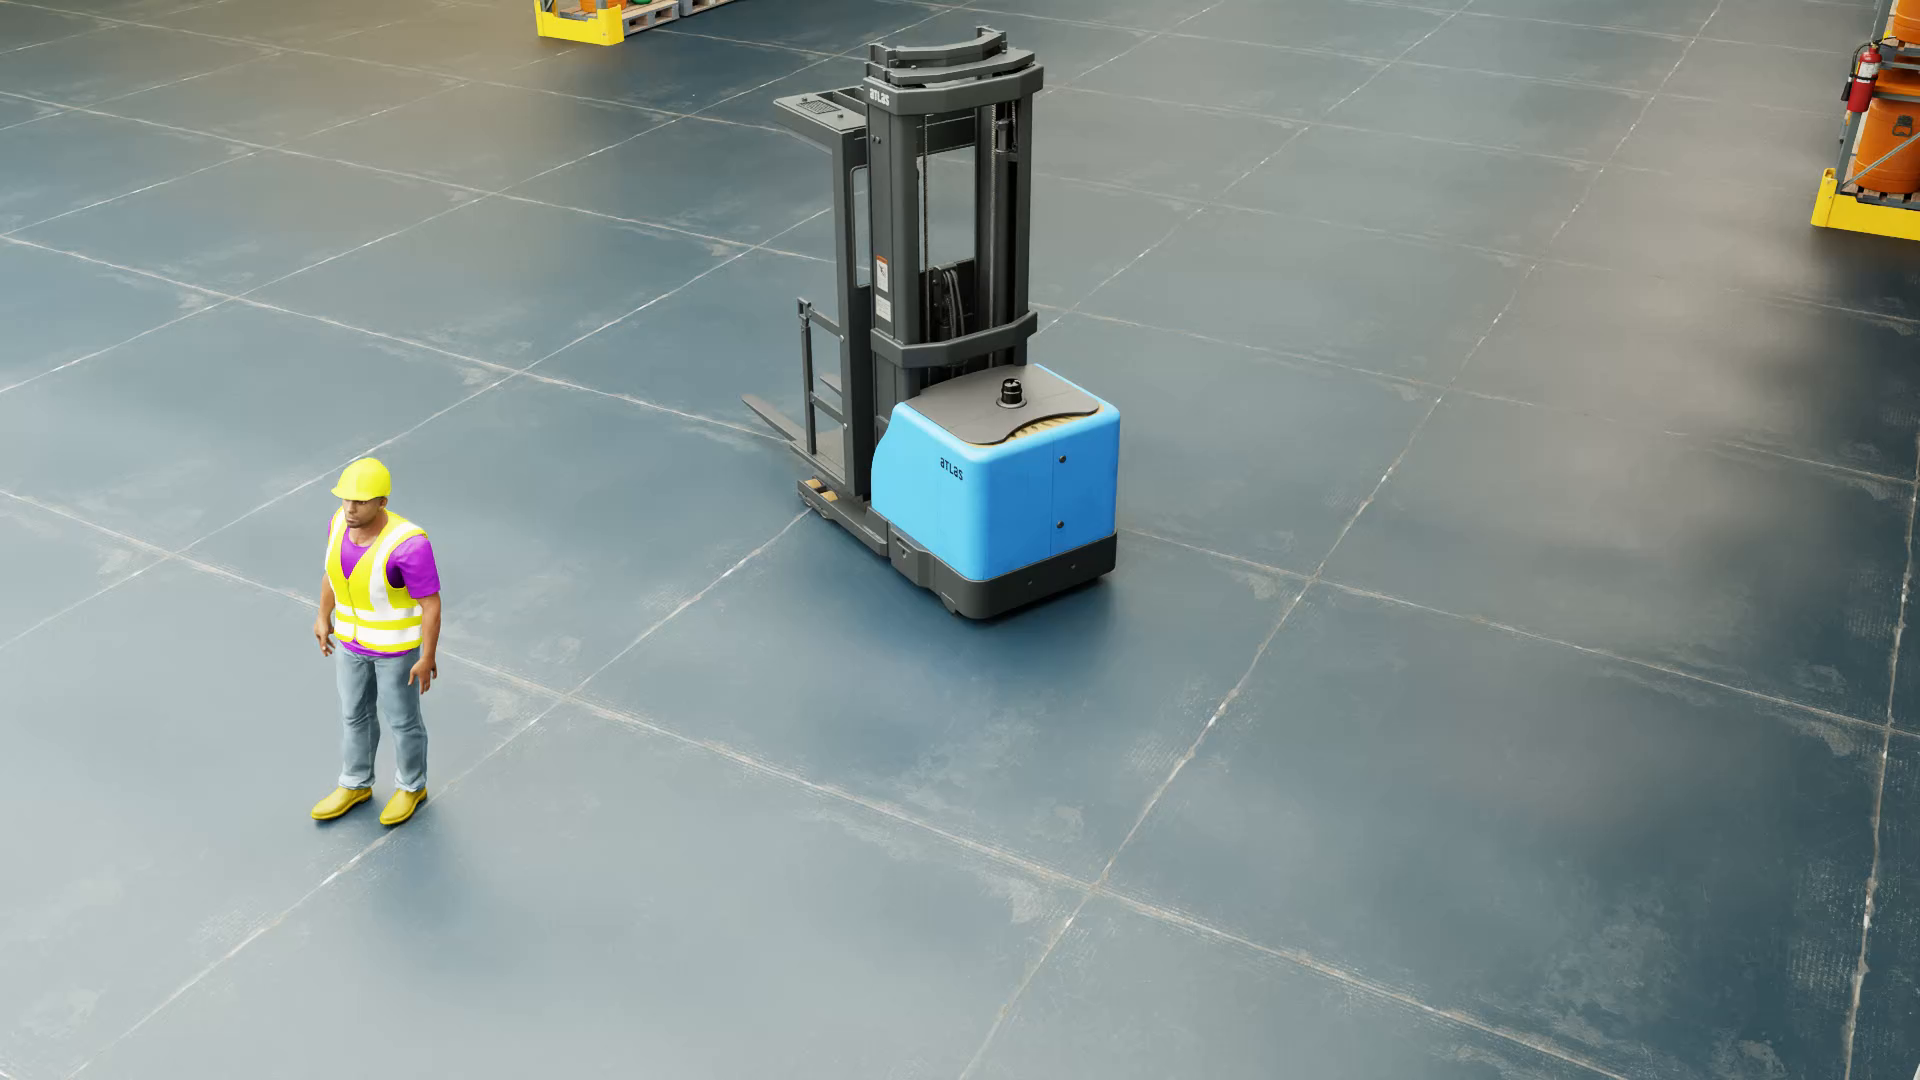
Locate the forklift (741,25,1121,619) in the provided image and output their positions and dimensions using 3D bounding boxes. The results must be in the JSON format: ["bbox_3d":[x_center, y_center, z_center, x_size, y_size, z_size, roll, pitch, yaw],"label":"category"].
[{"bbox_3d":[-0.351,-1.524,9.712,1.130,2.935,3.031,-19,35,-29],"label":"forklift"}]

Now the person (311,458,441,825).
[{"bbox_3d":[-2.629,0.479,7.392,0.665,1.768,0.575,14,33,22],"label":"person"}]
